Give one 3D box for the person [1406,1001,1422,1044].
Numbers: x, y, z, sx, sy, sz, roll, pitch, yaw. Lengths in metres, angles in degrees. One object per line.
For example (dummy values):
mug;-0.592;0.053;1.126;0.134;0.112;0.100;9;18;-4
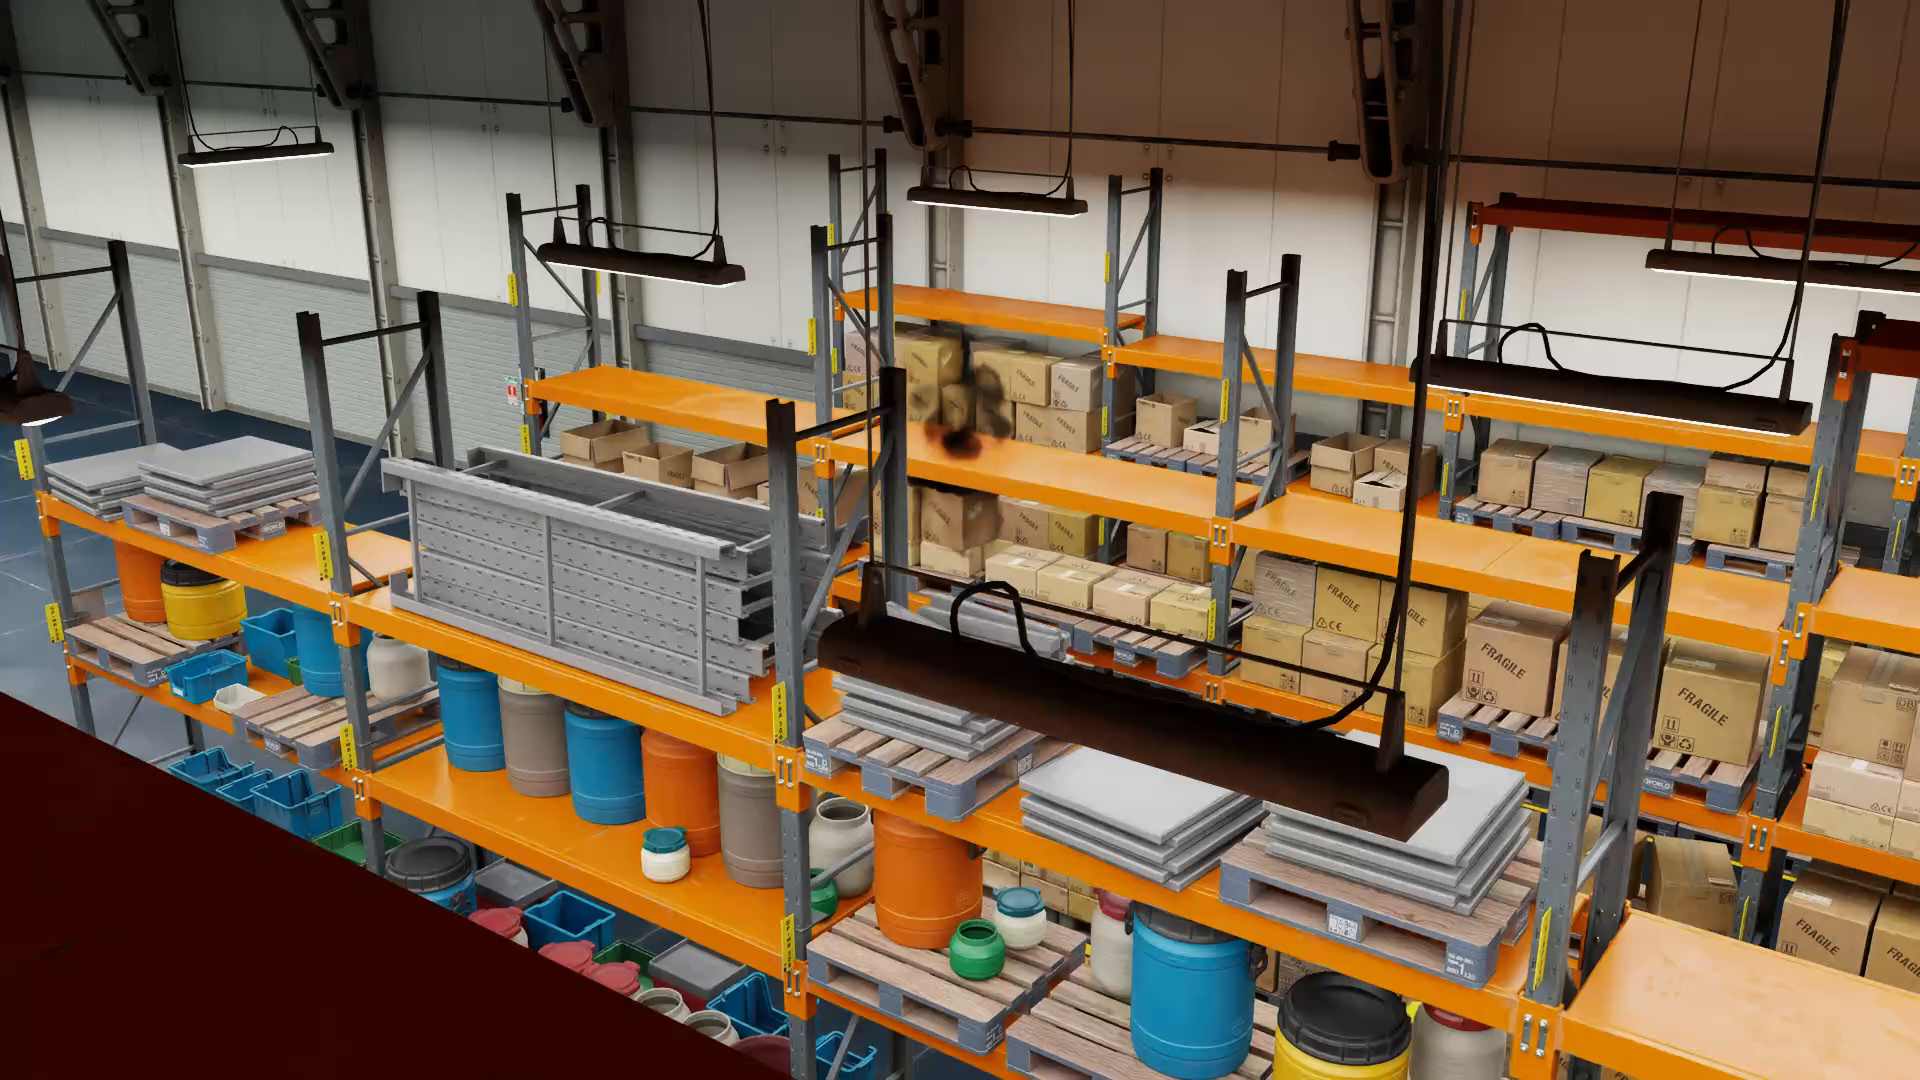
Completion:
person;3.010;3.824;10.903;0.841;1.815;0.635;10;21;27
